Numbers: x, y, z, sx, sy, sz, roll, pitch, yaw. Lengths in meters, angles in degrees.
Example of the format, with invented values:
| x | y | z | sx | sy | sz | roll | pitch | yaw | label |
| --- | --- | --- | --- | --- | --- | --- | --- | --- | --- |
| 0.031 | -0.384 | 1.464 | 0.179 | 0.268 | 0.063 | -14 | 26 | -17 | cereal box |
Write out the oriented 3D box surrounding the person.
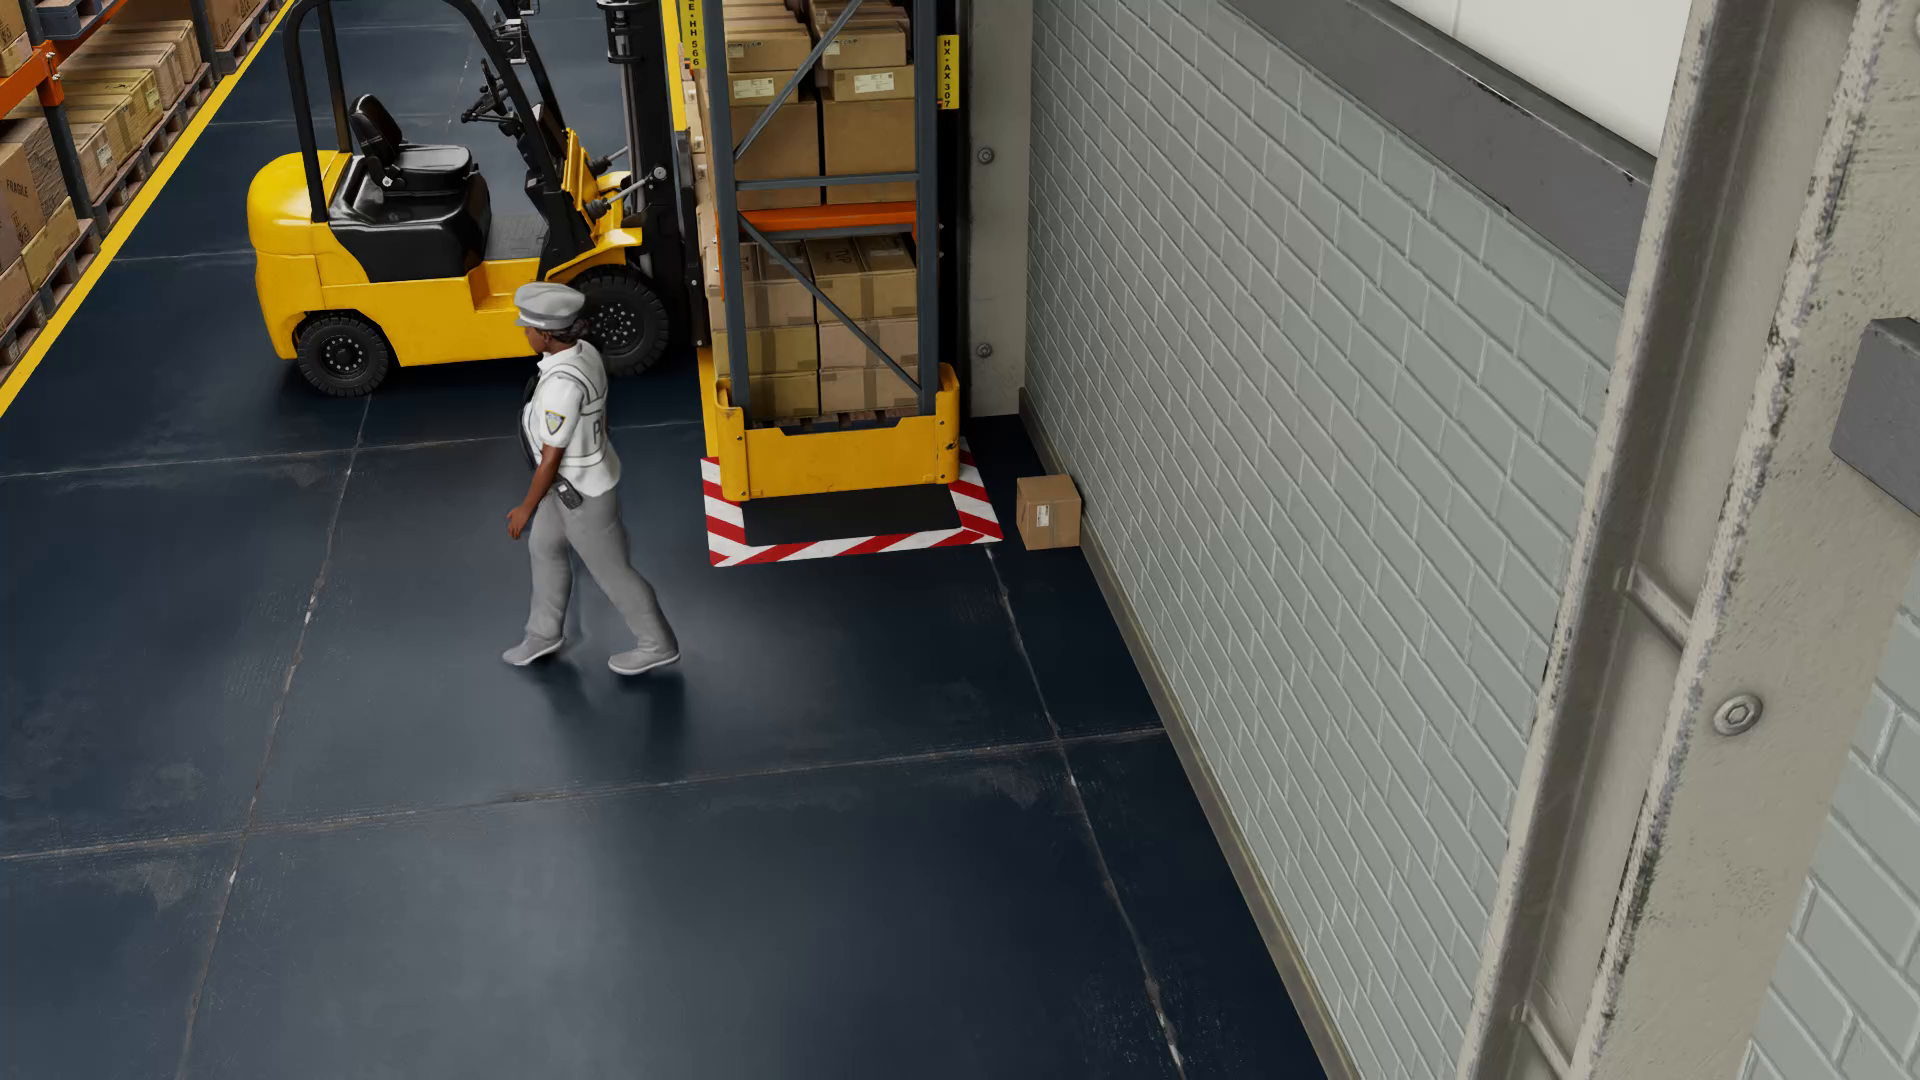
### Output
| x | y | z | sx | sy | sz | roll | pitch | yaw | label |
| --- | --- | --- | --- | --- | --- | --- | --- | --- | --- |
| -1.522 | -0.176 | 6.431 | 0.751 | 1.699 | 0.457 | -3 | 31 | -5 | person |
